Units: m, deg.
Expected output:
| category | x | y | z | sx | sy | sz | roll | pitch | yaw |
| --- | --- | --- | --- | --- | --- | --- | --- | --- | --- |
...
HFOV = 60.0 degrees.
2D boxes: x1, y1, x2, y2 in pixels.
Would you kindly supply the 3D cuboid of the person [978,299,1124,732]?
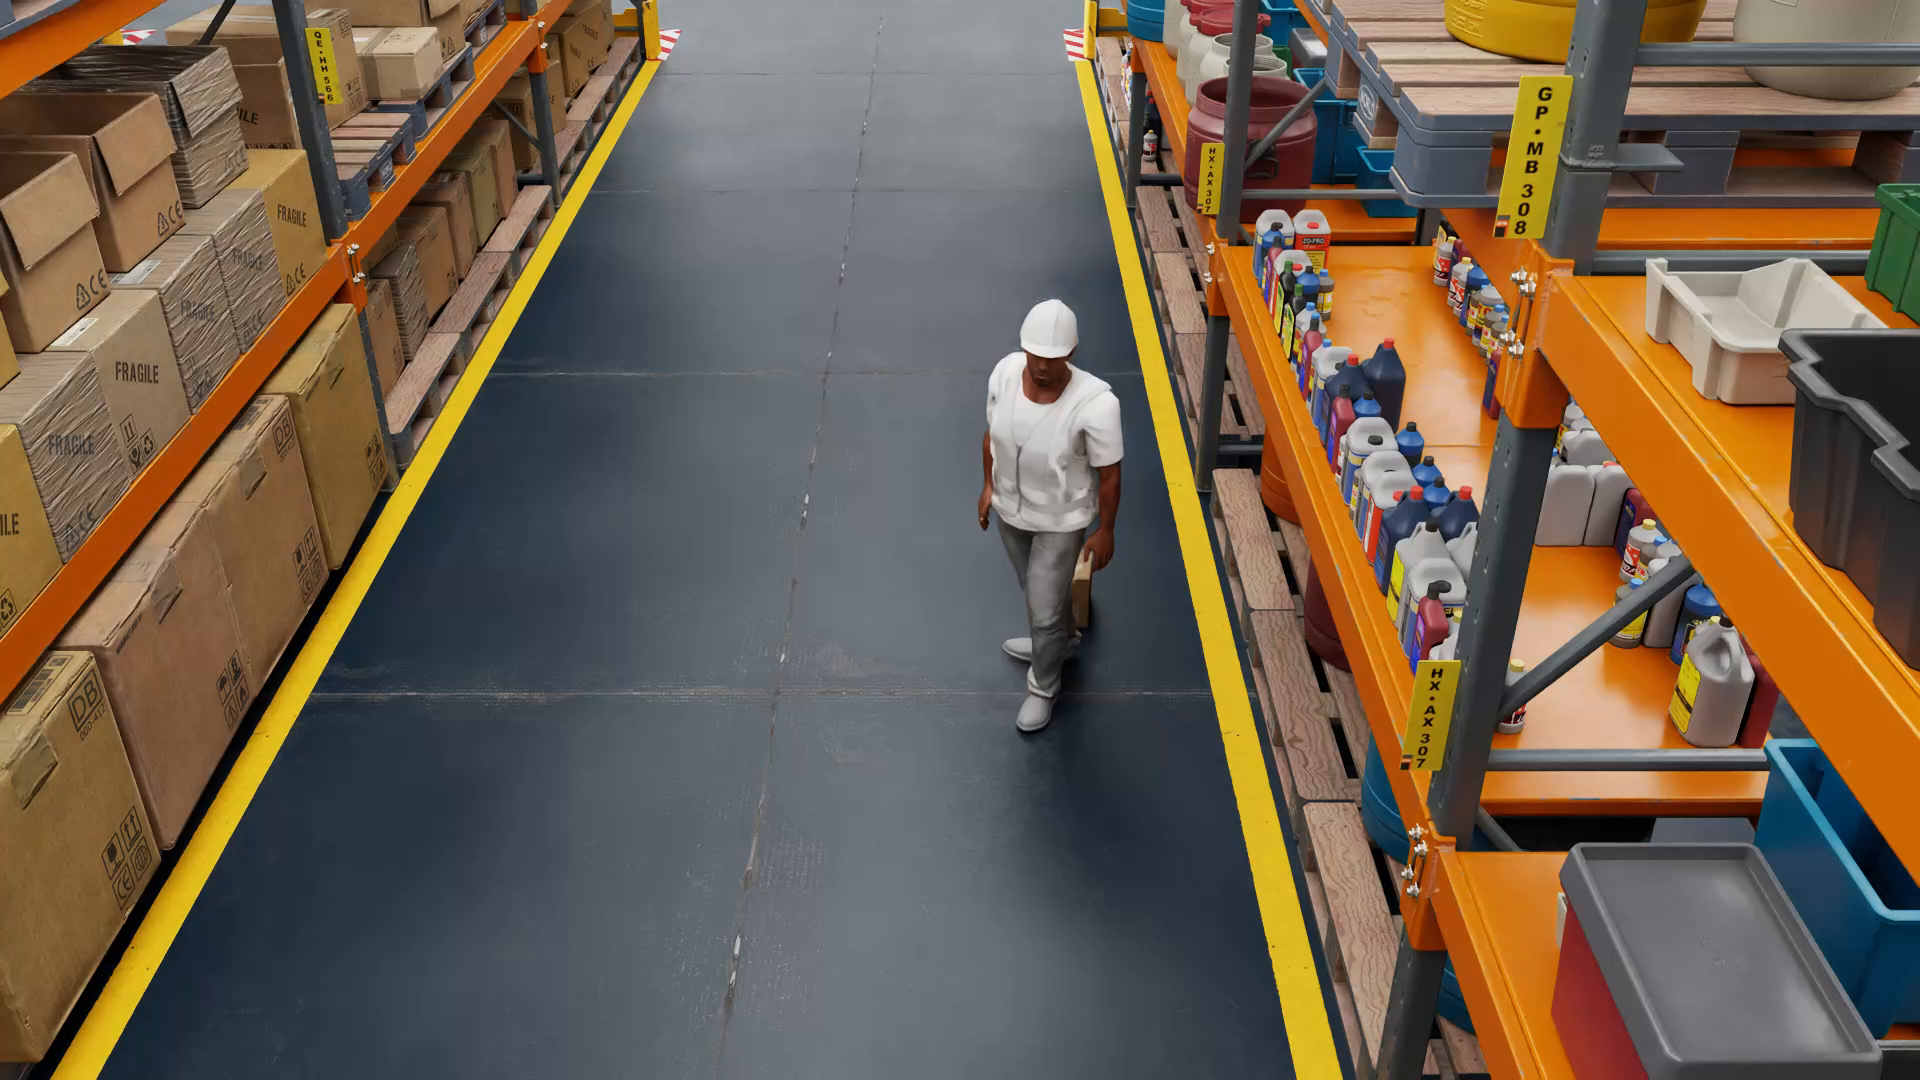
| category | x | y | z | sx | sy | sz | roll | pitch | yaw |
| --- | --- | --- | --- | --- | --- | --- | --- | --- | --- |
| person | 0.343 | -0.129 | 6.328 | 0.597 | 1.756 | 0.567 | 24 | 39 | 34 |
